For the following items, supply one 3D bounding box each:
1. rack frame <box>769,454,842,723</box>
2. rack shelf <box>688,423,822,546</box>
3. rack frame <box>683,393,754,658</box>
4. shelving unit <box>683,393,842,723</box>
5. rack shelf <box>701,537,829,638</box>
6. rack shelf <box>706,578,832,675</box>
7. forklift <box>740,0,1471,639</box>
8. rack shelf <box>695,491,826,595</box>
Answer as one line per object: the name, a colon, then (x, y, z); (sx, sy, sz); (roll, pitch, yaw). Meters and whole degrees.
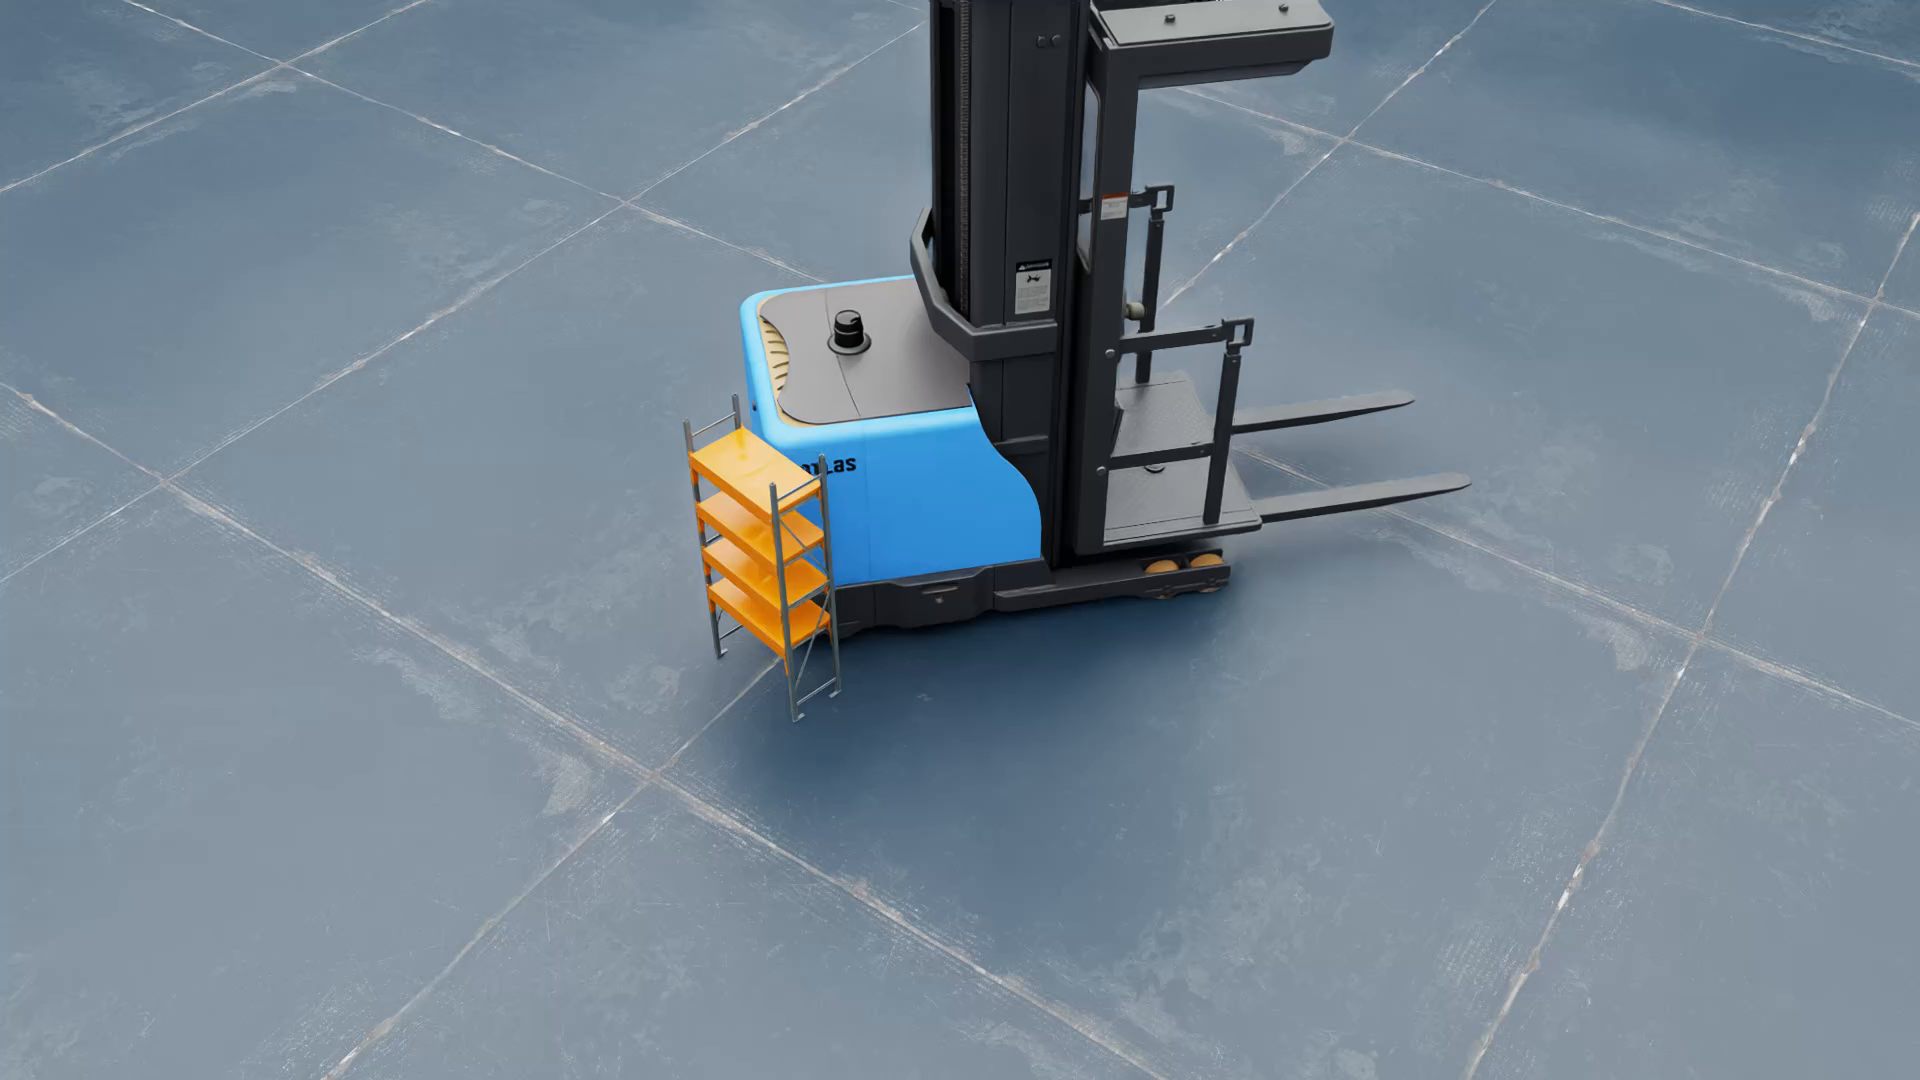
rack frame: (-0.560, 0.205, 6.121); (0.240, 1.200, 0.015); (-33, 51, -31)
rack shelf: (-0.729, -0.206, 5.991); (0.258, 0.148, 0.480); (-33, 51, -31)
rack frame: (-0.897, -0.030, 6.384); (0.240, 1.200, 0.015); (-33, 51, -31)
shelving unit: (-0.729, 0.087, 6.252); (0.258, 1.200, 0.503); (-33, 51, -31)
rack shelf: (-0.729, 0.138, 6.297); (0.258, 0.148, 0.480); (-33, 51, -31)
rack shelf: (-0.729, 0.286, 6.430); (0.258, 0.148, 0.480); (-33, 51, -31)
forklift: (0.664, -1.184, 6.375); (3.031, 2.935, 1.130); (-8, 42, -9)
rack shelf: (-0.729, -0.029, 6.148); (0.258, 0.148, 0.480); (-33, 51, -31)
